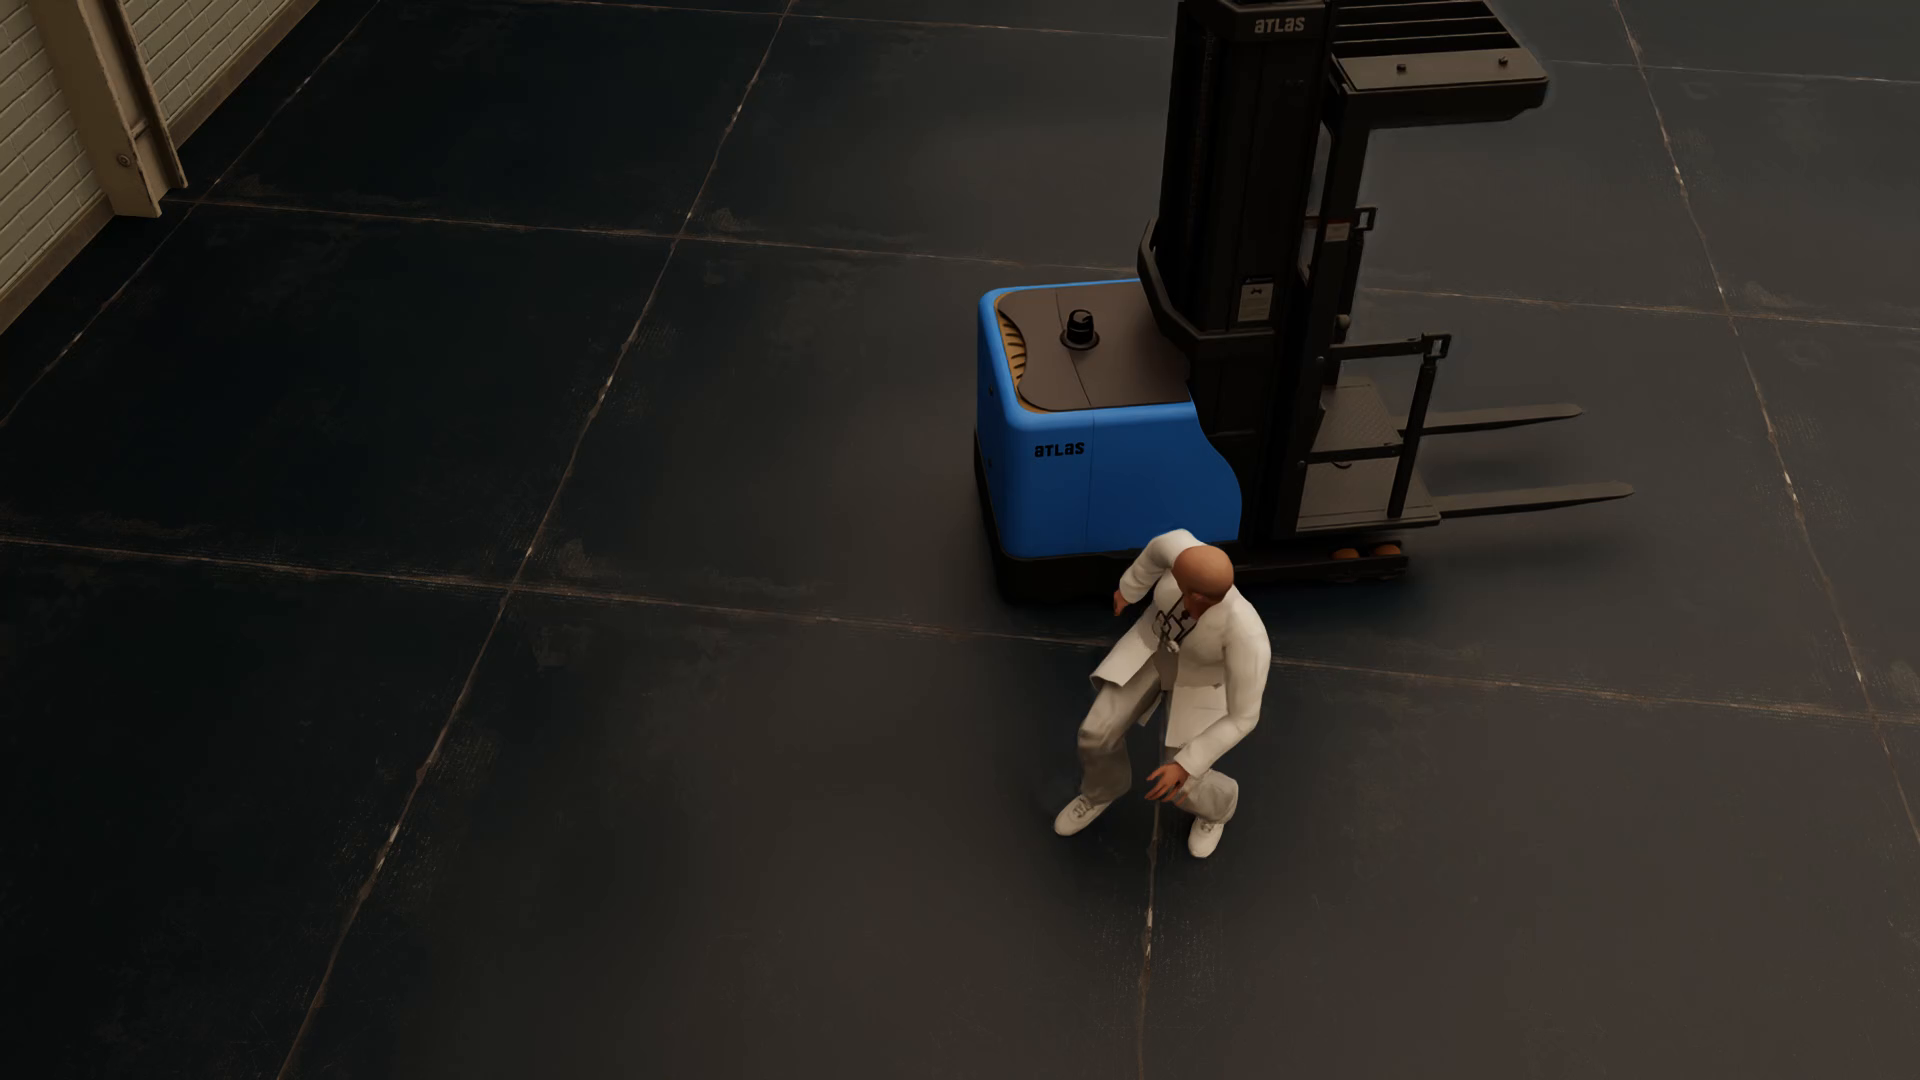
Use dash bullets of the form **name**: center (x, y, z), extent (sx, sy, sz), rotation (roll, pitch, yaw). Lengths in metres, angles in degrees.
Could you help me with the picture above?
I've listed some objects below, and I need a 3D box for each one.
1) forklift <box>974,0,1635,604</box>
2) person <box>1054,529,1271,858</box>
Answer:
- **forklift**: center (1.625, -1.232, 7.066), extent (3.031, 2.935, 1.130), rotation (-5, 43, -5)
- **person**: center (0.746, 0.555, 6.174), extent (0.818, 1.554, 0.740), rotation (28, 49, 27)
